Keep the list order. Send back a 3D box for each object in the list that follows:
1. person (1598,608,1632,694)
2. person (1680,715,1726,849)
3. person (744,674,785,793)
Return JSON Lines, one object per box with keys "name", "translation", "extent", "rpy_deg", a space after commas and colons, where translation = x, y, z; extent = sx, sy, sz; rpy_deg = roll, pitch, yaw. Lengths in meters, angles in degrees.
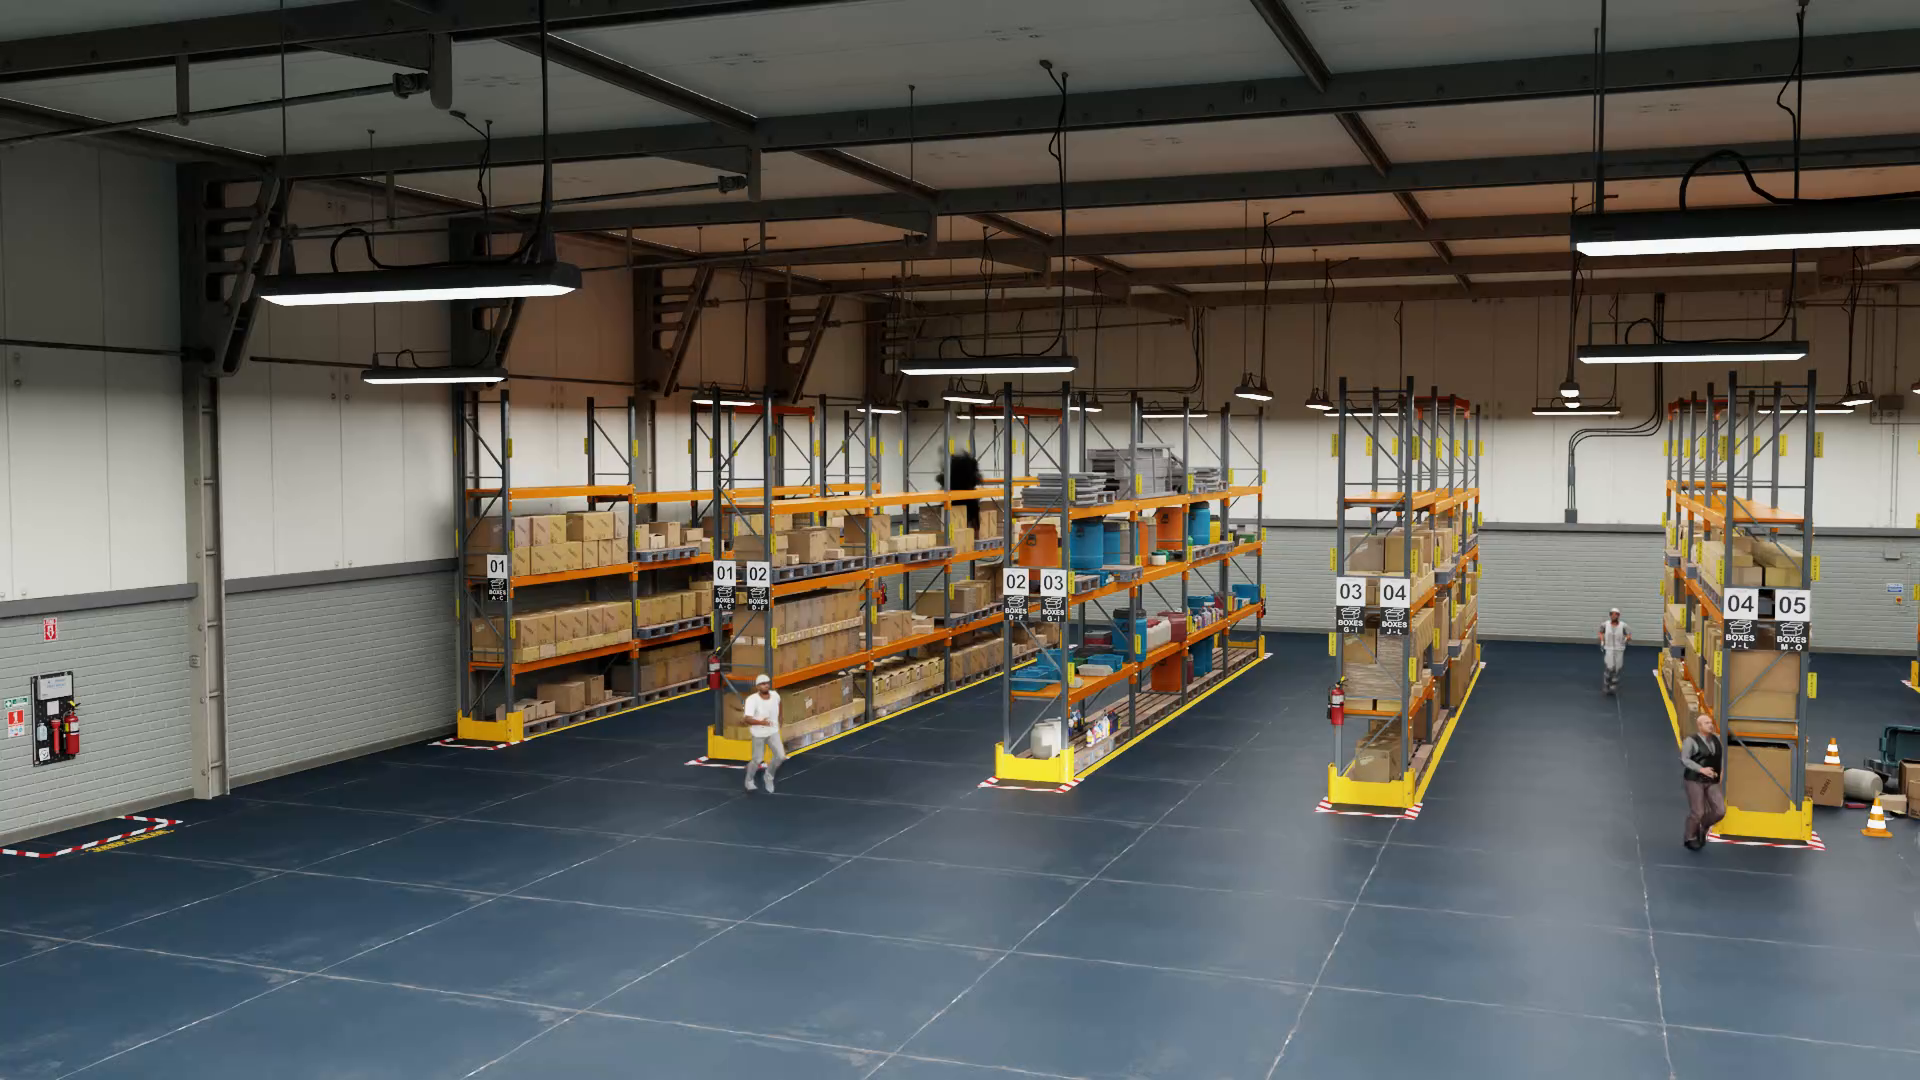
{"name": "person", "translation": [13.279, 2.259, 33.722], "extent": [0.625, 1.762, 0.659], "rpy_deg": [1, 3, 19]}
{"name": "person", "translation": [9.283, 3.018, 20.651], "extent": [0.693, 1.682, 0.612], "rpy_deg": [-1, 3, -13]}
{"name": "person", "translation": [-2.798, 2.792, 24.007], "extent": [0.716, 1.730, 0.845], "rpy_deg": [-2, 4, -33]}
